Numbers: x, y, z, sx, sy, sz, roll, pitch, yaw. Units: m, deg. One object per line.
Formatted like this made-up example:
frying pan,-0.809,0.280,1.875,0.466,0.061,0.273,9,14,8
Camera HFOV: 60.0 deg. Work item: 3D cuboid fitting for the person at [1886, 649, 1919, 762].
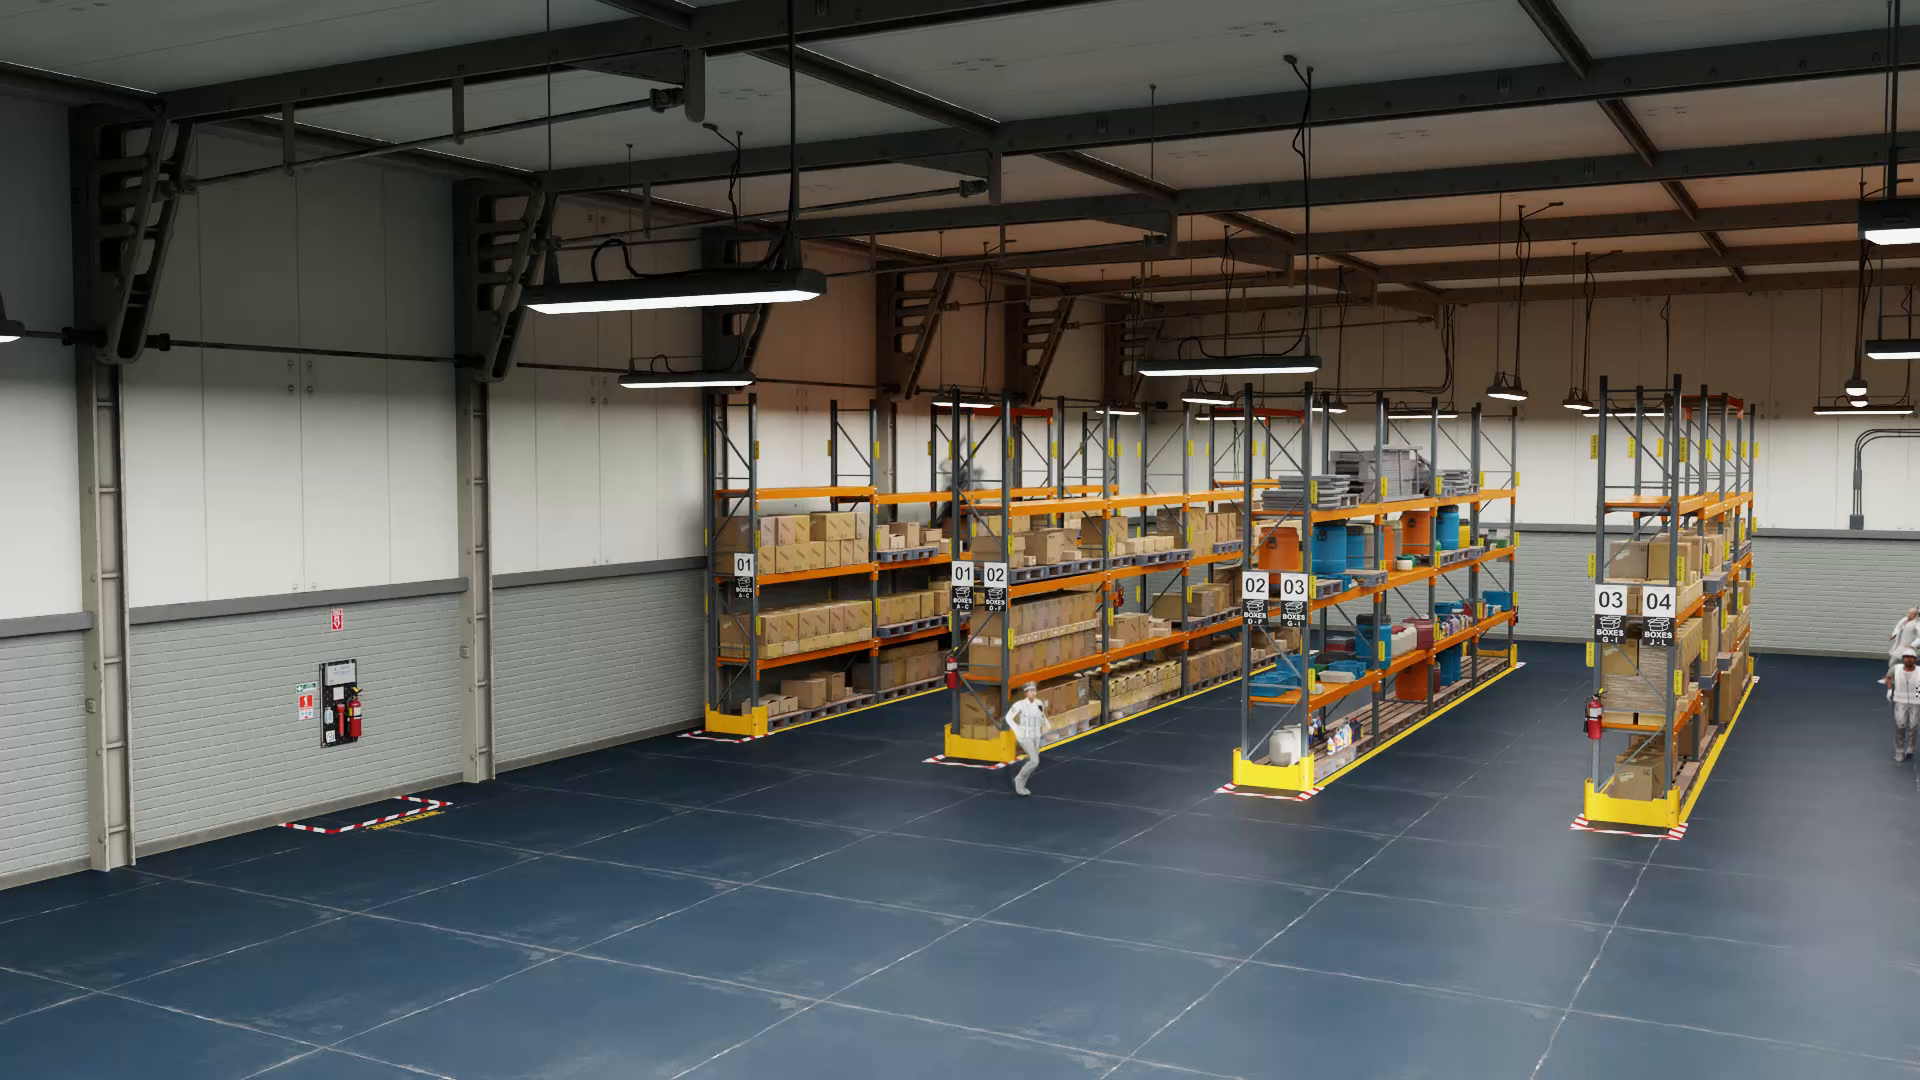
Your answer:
person,15.335,2.674,26.865,0.662,1.840,0.778,2,3,27

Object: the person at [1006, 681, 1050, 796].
person,1.040,2.861,24.028,0.591,1.666,0.608,-2,4,-37

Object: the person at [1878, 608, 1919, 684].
person,20.095,2.260,35.246,0.750,1.665,0.864,-1,3,-16
